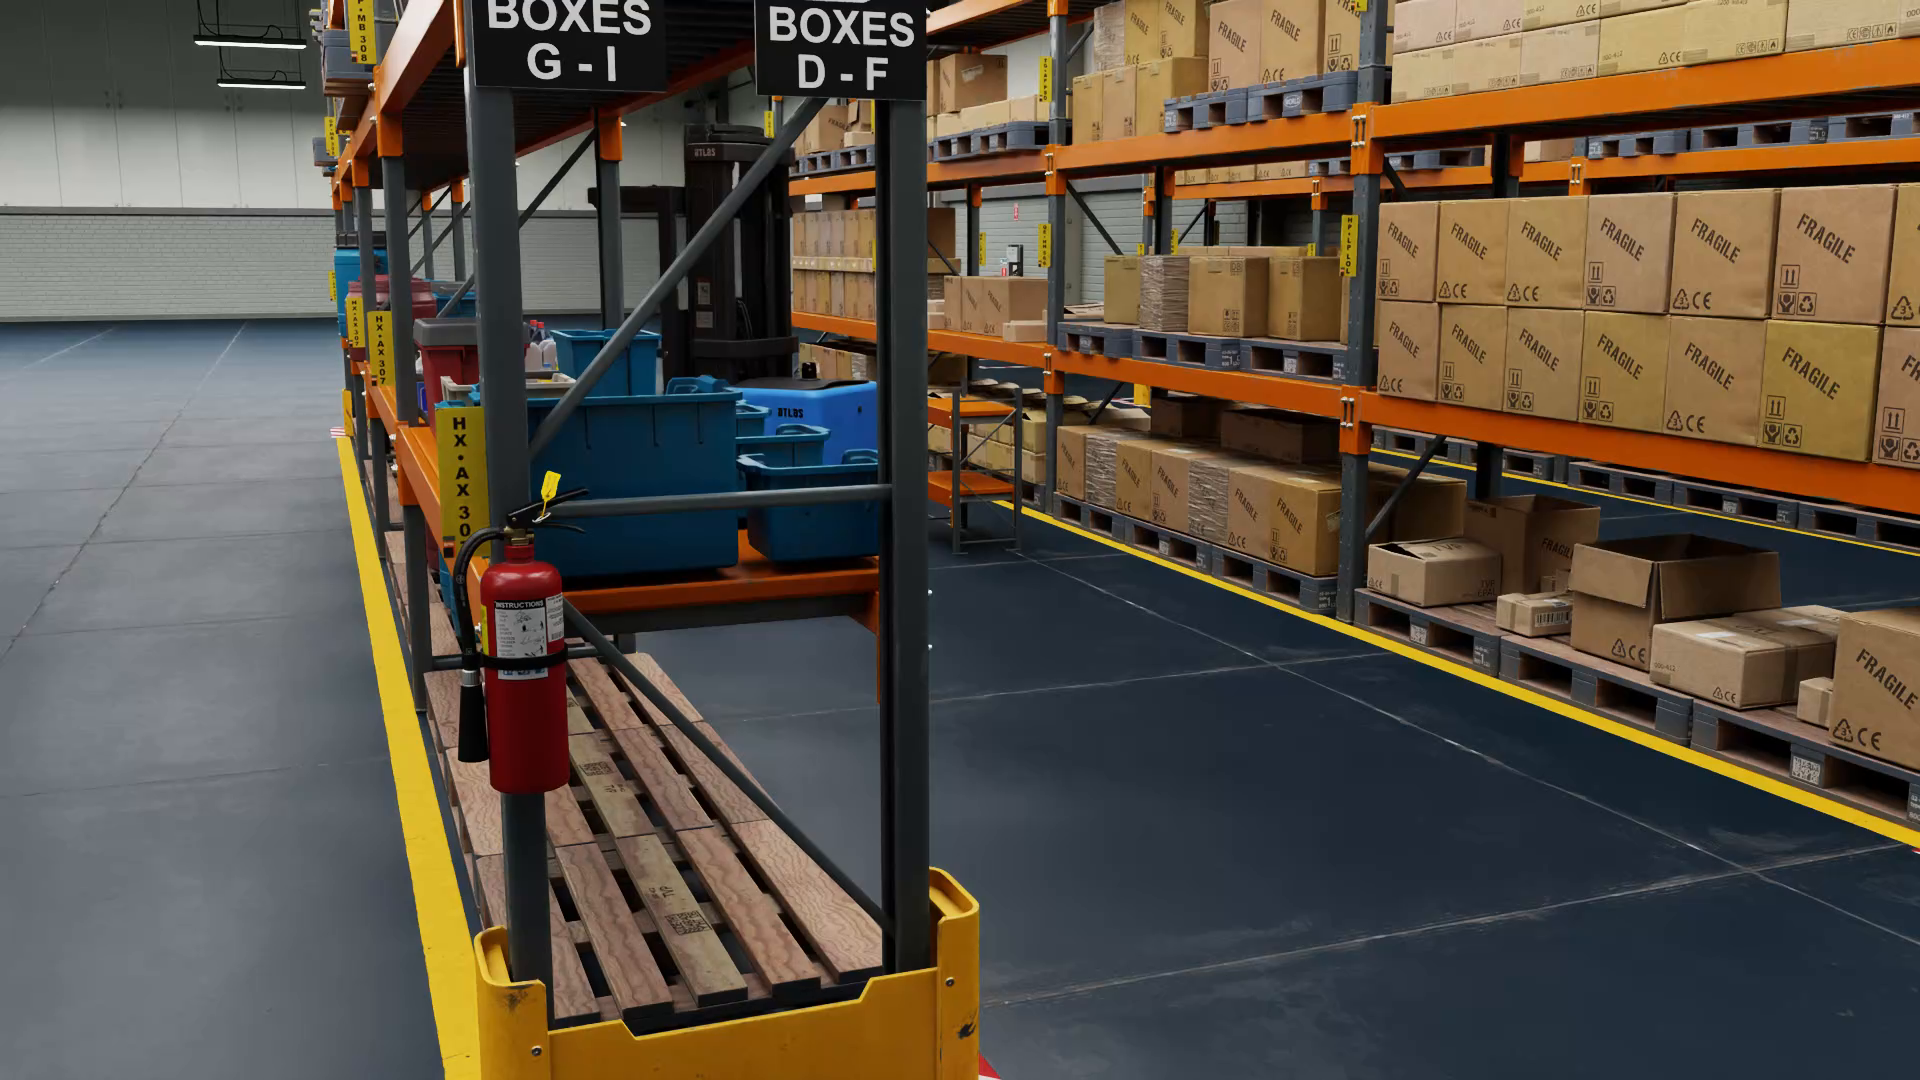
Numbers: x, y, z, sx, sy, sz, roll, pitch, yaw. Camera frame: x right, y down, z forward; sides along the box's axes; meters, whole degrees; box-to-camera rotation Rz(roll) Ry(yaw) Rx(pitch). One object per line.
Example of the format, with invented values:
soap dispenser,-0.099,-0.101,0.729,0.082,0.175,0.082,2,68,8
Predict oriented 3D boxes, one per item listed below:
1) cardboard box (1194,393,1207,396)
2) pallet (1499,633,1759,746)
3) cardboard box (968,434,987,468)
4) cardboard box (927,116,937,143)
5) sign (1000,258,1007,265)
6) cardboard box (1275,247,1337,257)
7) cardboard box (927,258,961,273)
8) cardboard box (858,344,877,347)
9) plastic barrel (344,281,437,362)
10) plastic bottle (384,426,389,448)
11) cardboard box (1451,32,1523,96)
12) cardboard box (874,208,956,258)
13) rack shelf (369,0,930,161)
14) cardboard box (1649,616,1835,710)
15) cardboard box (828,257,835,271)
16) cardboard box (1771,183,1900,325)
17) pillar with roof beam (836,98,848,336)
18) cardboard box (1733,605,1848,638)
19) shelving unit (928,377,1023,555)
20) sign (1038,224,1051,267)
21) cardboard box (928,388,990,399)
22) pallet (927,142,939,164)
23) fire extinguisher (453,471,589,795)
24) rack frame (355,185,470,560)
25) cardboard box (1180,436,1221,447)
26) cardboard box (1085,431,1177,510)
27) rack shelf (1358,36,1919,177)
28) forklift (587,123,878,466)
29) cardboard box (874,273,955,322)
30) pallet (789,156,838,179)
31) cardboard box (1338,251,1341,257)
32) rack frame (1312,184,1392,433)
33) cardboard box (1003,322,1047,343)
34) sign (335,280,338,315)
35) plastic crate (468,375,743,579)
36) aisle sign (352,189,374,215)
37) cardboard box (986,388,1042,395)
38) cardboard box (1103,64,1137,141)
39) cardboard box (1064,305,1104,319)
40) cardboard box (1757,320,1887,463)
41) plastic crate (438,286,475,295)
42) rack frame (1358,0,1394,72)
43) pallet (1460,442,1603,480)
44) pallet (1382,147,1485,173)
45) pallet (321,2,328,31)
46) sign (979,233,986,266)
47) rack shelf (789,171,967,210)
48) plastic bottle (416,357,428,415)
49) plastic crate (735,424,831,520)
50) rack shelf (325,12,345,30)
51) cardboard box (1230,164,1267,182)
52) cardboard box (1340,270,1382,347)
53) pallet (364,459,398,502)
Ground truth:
cardboard box,3.247,-2.001,21.028,0.500,0.311,0.500,-3,11,-16
pallet,3.301,0.638,7.731,1.003,0.211,1.213,-4,11,-21
cardboard box,0.370,-0.789,14.443,0.500,0.250,0.500,-4,11,-20
cardboard box,-0.078,-3.861,15.725,0.500,0.250,0.500,-3,10,-15
sign,0.789,-5.020,29.962,0.001,0.109,0.331,-4,11,-21
cardboard box,3.864,-3.030,18.620,0.500,0.500,0.500,-4,11,-21
cardboard box,-0.209,-2.777,16.830,0.380,0.149,0.250,-4,11,-21
cardboard box,-0.894,-1.997,19.090,0.500,0.500,0.500,-4,11,-21
plastic barrel,-3.911,-1.509,11.451,0.600,0.536,0.708,-4,11,-21
plastic bottle,-5.412,-1.038,15.498,0.144,0.351,0.185,-4,11,-22
cardboard box,2.730,-2.273,7.994,0.500,0.250,0.500,-4,11,-21
cardboard box,-0.459,-3.112,16.862,0.700,0.500,0.500,-4,11,-21
rack shelf,-1.287,-1.529,5.440,1.077,0.370,4.000,-4,11,-21
cardboard box,3.313,0.513,7.064,0.500,0.250,0.500,-4,11,-21
cardboard box,-1.244,-3.045,18.337,0.380,0.149,0.250,-4,11,-20
cardboard box,3.455,-1.073,6.246,0.500,0.500,0.500,-4,11,-19
pillar with roof beam,-6.601,-8.879,36.143,9.100,9.000,0.548,-4,11,-21
cardboard box,3.761,0.473,7.288,0.500,0.250,0.500,-4,11,-21
shelving unit,0.002,-0.553,11.815,0.538,1.125,1.048,-4,11,-21
sign,0.641,-2.234,12.607,0.100,0.325,0.005,-4,11,-21
cardboard box,-0.010,-1.232,15.331,0.500,0.311,0.500,-4,11,-23
pallet,0.039,-3.592,15.529,0.805,0.209,1.217,-4,11,-23
fire extinguisher,-0.931,0.195,3.543,0.296,0.674,0.183,-4,11,-21
rack frame,-3.461,-1.386,11.145,1.000,3.000,0.127,-4,11,-21
cardboard box,1.902,-0.463,11.840,0.500,0.500,0.500,-4,11,-23
cardboard box,1.251,-0.508,12.092,0.500,0.500,0.500,-4,11,-23
rack shelf,3.331,-1.843,7.204,1.077,0.370,4.000,-4,11,-21
forklift,-2.097,-1.617,12.639,3.031,2.935,1.130,5,11,27
cardboard box,-0.459,-2.474,16.976,0.700,0.500,0.500,-4,11,-22
pallet,-1.510,-4.322,19.337,1.003,0.211,1.213,-4,11,-21
cardboard box,4.476,-2.848,17.824,0.700,0.500,0.500,-4,11,-21
rack frame,4.323,-2.667,18.351,1.000,3.000,0.127,-4,11,-21
cardboard box,0.574,-1.705,13.658,0.380,0.149,0.250,-4,11,-21
sign,-5.427,-2.142,14.606,0.100,0.325,0.005,-4,11,-21
plastic crate,-0.857,-0.170,4.037,0.616,0.435,0.499,-4,11,-21
aisle sign,-6.659,-3.965,18.220,0.394,0.787,0.004,-4,11,-21
cardboard box,0.495,-1.267,15.531,0.500,0.311,0.500,-4,11,-21
cardboard box,1.531,-3.073,11.781,0.910,0.500,0.500,-4,11,-21
cardboard box,1.066,-1.718,13.266,0.500,0.311,0.500,-3,11,-17
cardboard box,3.449,-0.583,6.348,0.500,0.500,0.500,-4,11,-20
plastic crate,-3.761,-1.700,12.732,0.402,0.464,0.583,-4,11,-21
rack frame,2.607,-4.000,8.713,1.000,3.000,0.127,-4,11,-21
pallet,5.491,-0.769,15.642,1.003,0.211,1.213,-4,11,-21
pallet,4.826,-3.775,16.549,1.213,0.211,1.003,-4,11,-21
pallet,-5.681,-5.035,16.210,1.003,0.211,1.213,-4,11,-21
sign,0.210,-2.919,16.688,0.100,0.325,0.005,-4,11,-21
rack shelf,-1.017,-3.801,18.215,1.077,0.370,4.000,-4,11,-21
plastic bottle,-2.455,-0.716,7.732,0.152,0.276,0.135,-4,11,-21
plastic crate,-0.583,-0.196,4.762,0.416,0.233,0.300,-4,11,-21
rack shelf,-5.635,-4.768,16.224,1.077,0.370,4.000,-4,11,-21
cardboard box,3.502,-4.441,19.416,0.500,0.500,0.500,-4,11,-23
cardboard box,2.643,-1.394,9.708,0.700,0.500,0.500,-9,13,-40
pallet,-4.590,-0.540,14.353,1.003,0.211,1.213,-4,11,-21
